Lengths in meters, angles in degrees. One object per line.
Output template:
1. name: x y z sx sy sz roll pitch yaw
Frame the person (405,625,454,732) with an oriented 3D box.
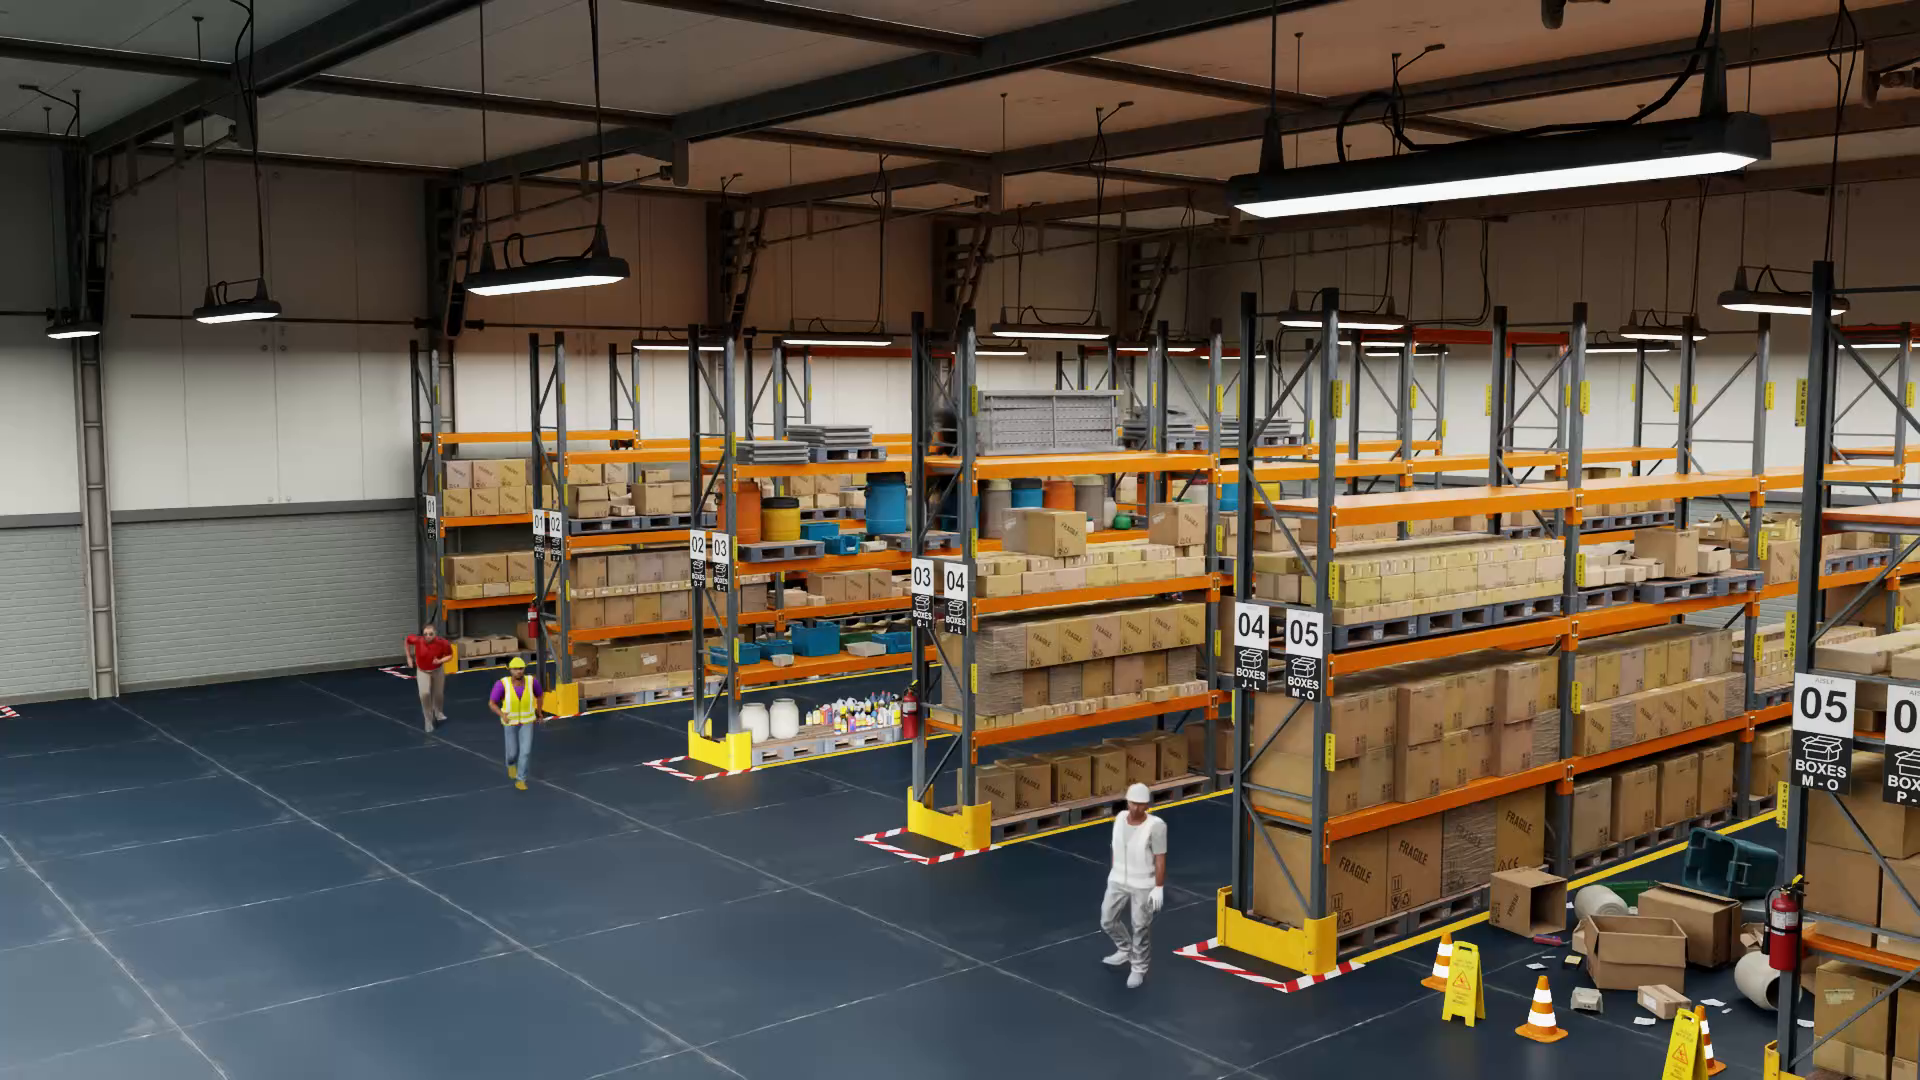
1. person: -7.997 2.072 25.112 0.711 1.685 1.011 -1 5 -12

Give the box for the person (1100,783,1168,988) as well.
1. person: 1.514 2.959 14.353 0.655 1.800 0.467 4 7 37

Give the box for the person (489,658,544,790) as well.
1. person: -5.718 2.339 21.453 0.698 1.714 0.765 -2 6 -19
